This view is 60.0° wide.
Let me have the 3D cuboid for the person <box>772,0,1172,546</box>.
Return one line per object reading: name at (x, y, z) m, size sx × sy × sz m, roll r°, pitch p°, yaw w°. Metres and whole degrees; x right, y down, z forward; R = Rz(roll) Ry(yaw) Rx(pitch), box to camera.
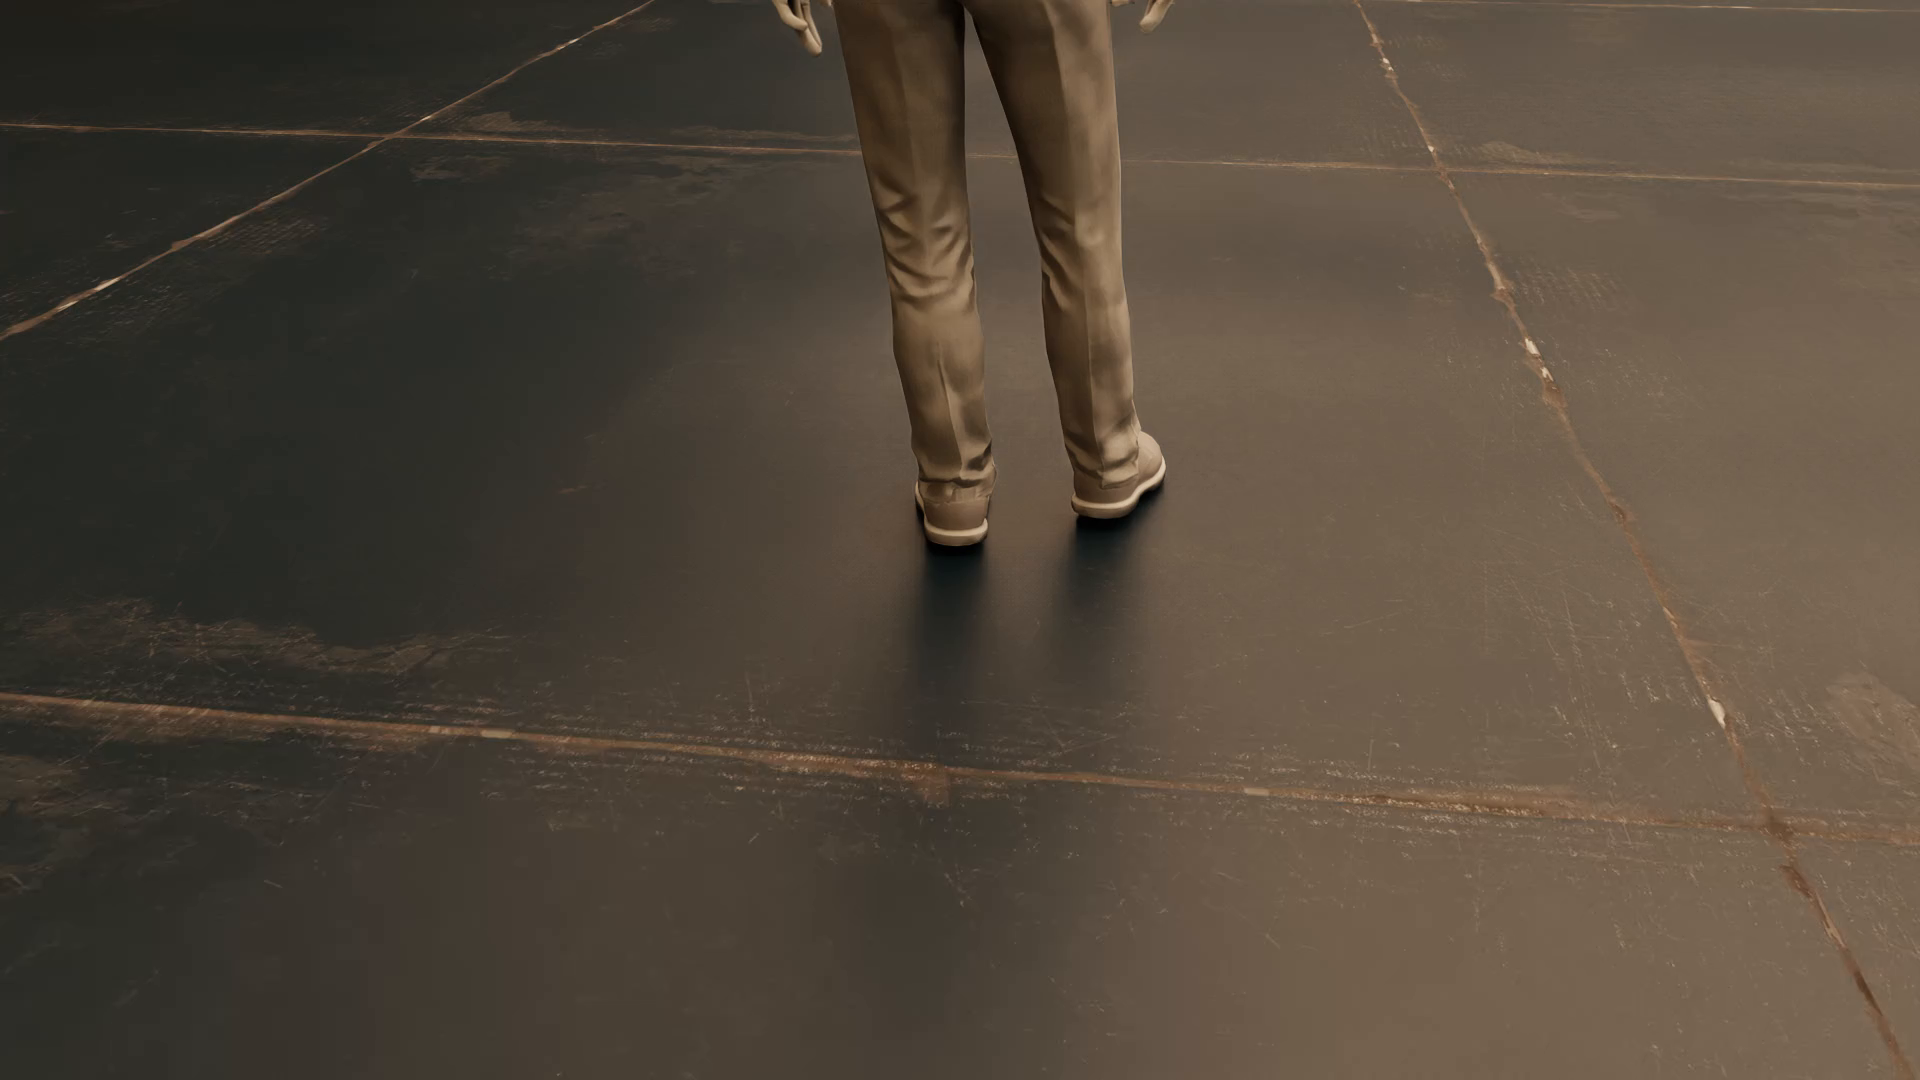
person at (0.016, -0.795, 2.178) m, size 0.588 × 1.695 × 0.531 m, roll 3°, pitch 27°, yaw 7°
